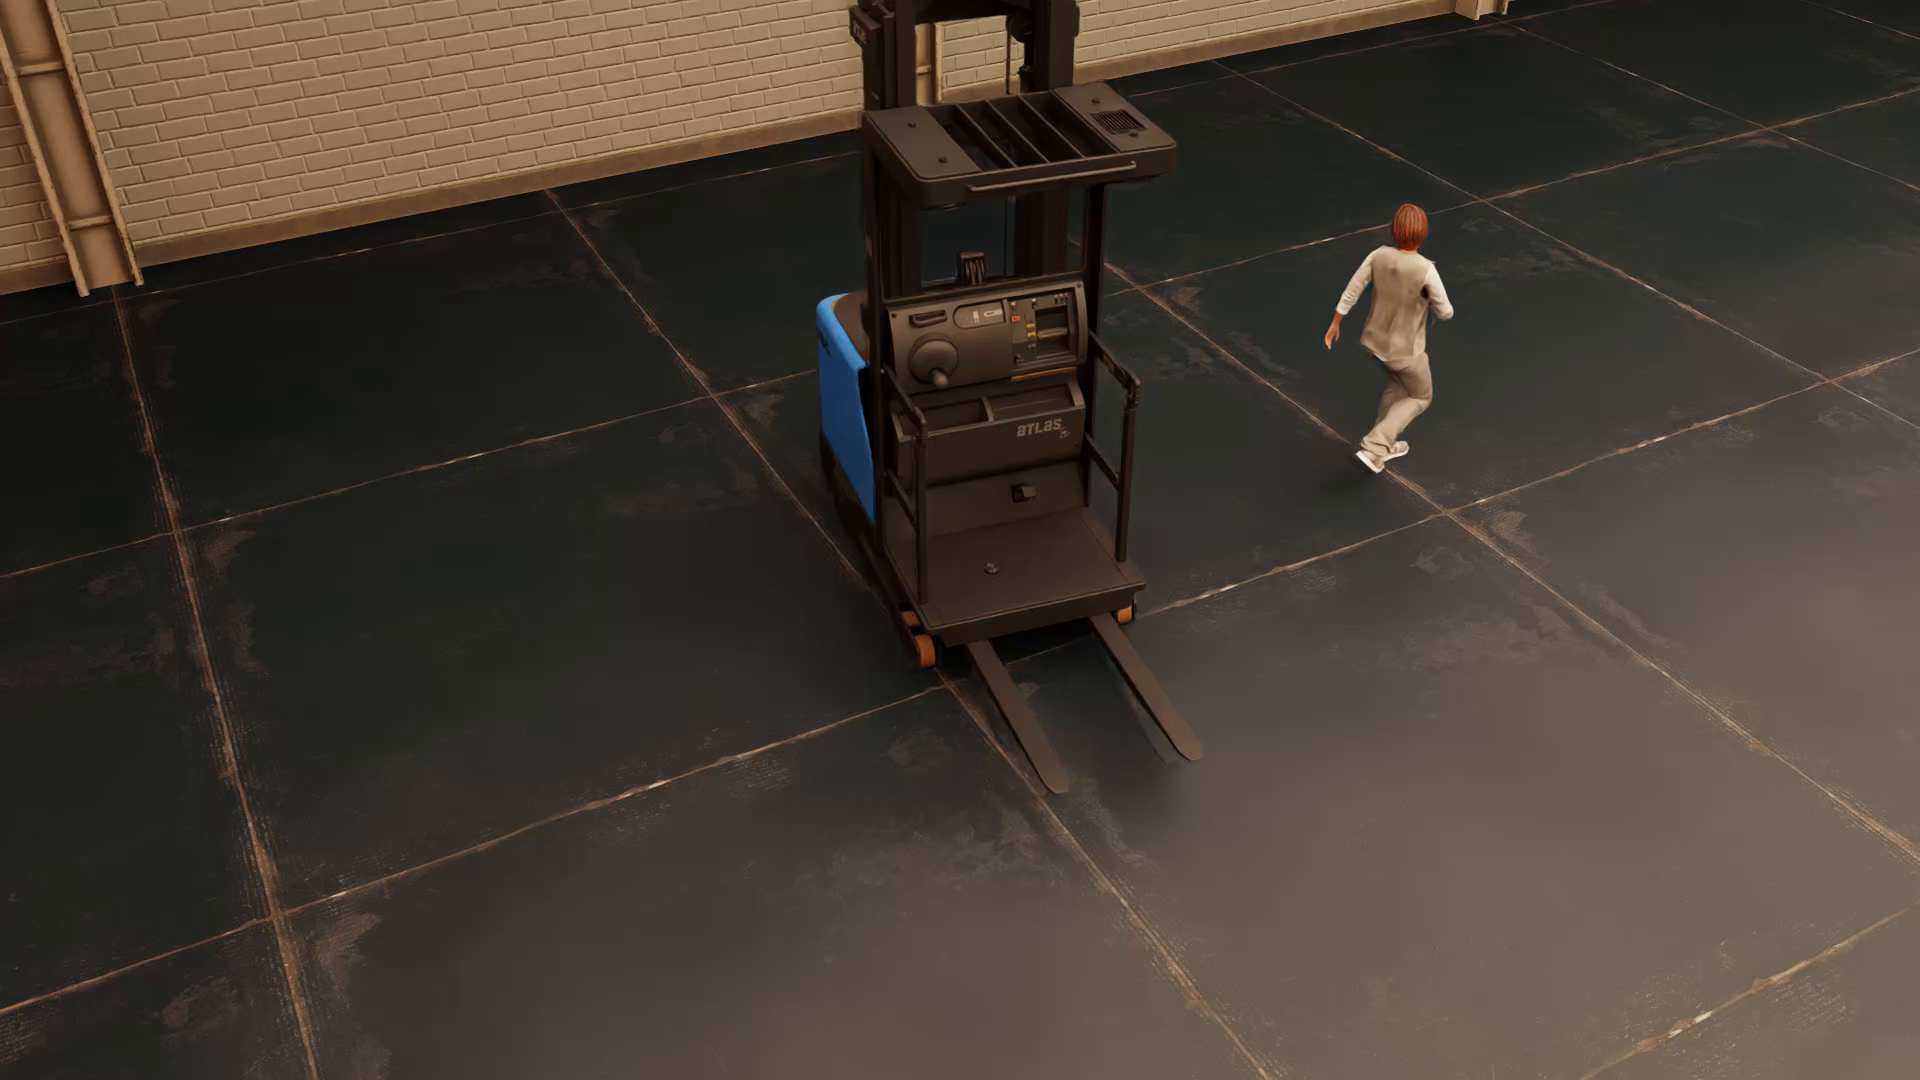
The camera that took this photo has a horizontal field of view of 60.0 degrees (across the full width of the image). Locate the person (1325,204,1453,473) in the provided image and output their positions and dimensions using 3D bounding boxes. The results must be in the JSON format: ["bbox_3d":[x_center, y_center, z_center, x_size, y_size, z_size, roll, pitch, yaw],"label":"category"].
[{"bbox_3d":[2.301,-1.064,8.840,0.580,1.547,0.563,-21,40,-27],"label":"person"}]

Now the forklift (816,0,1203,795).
[{"bbox_3d":[0.206,-0.861,7.341,1.130,2.935,3.031,-11,37,-16],"label":"forklift"}]
